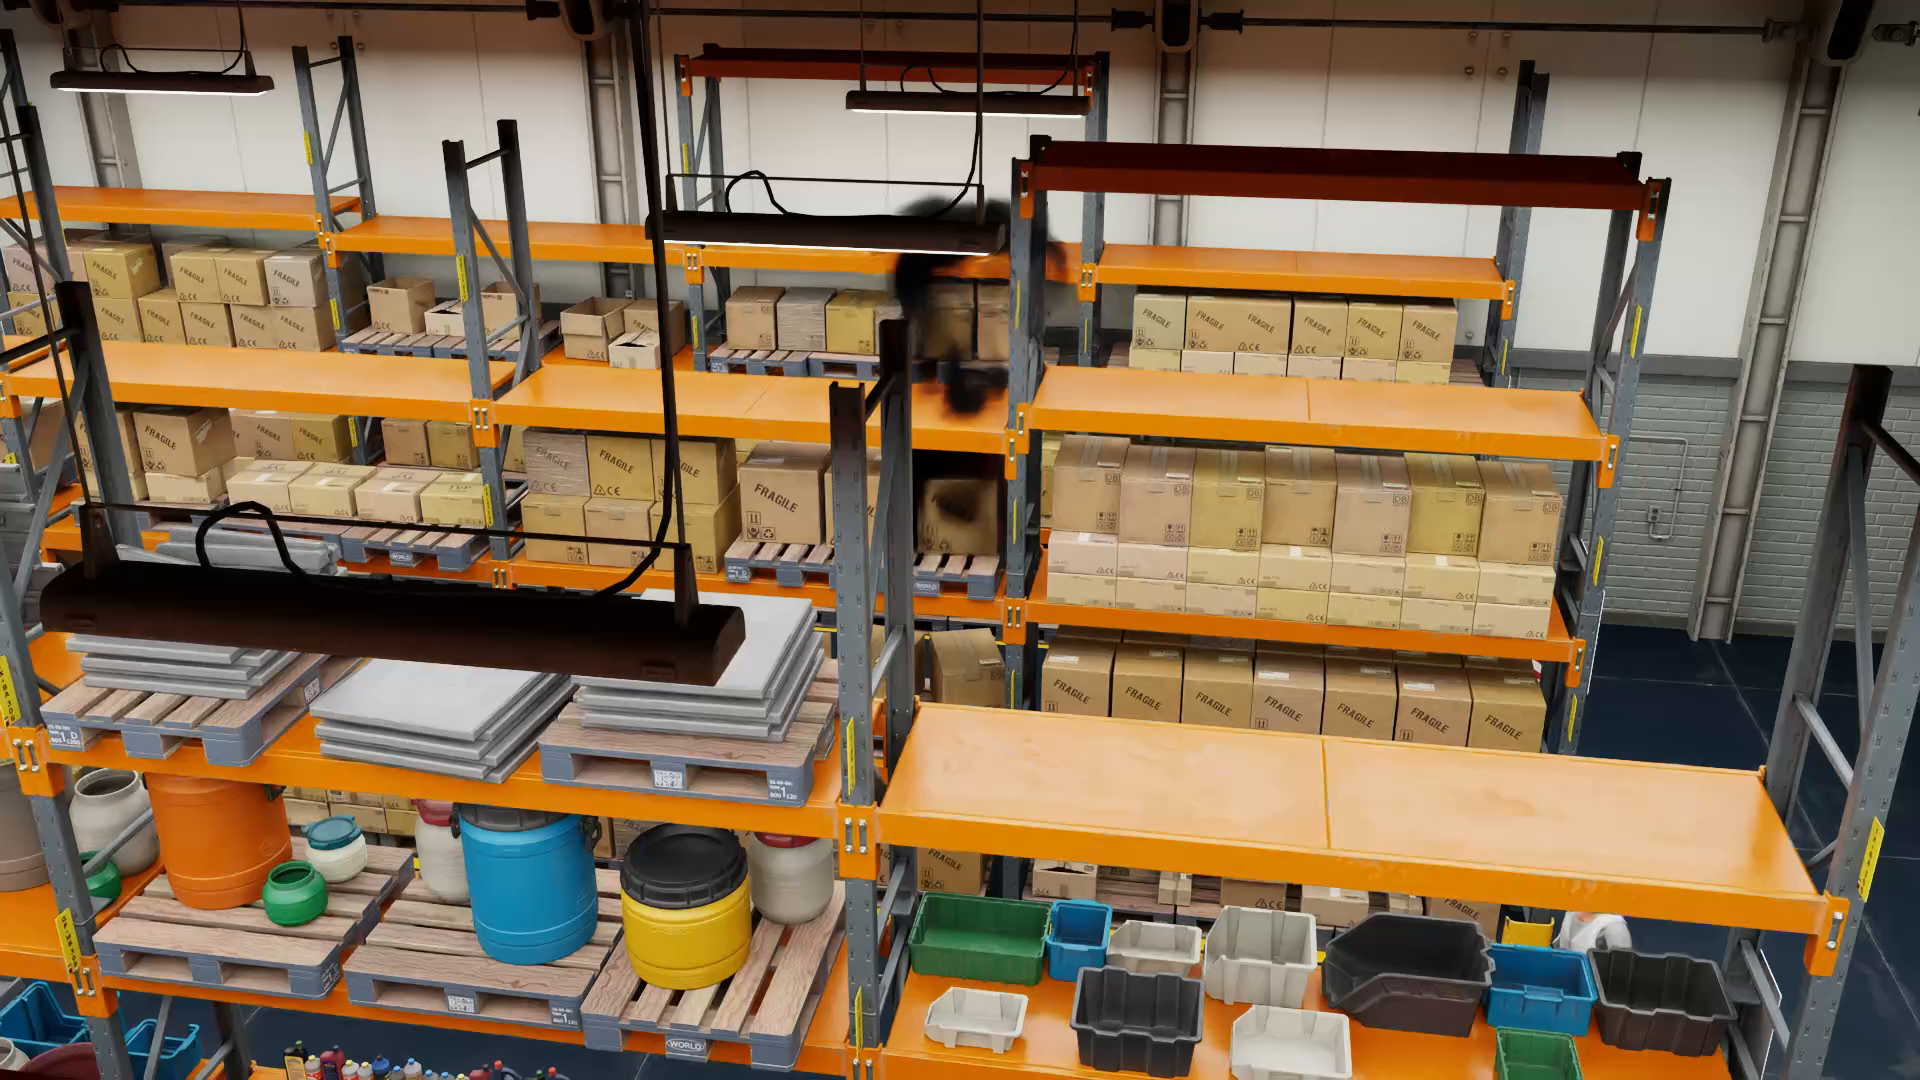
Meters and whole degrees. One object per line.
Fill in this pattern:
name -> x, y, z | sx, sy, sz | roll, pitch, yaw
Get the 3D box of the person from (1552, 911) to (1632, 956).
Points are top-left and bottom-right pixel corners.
person -> 4.191, 2.969, 11.135 | 0.743, 1.806, 0.713 | -11, 26, -25
